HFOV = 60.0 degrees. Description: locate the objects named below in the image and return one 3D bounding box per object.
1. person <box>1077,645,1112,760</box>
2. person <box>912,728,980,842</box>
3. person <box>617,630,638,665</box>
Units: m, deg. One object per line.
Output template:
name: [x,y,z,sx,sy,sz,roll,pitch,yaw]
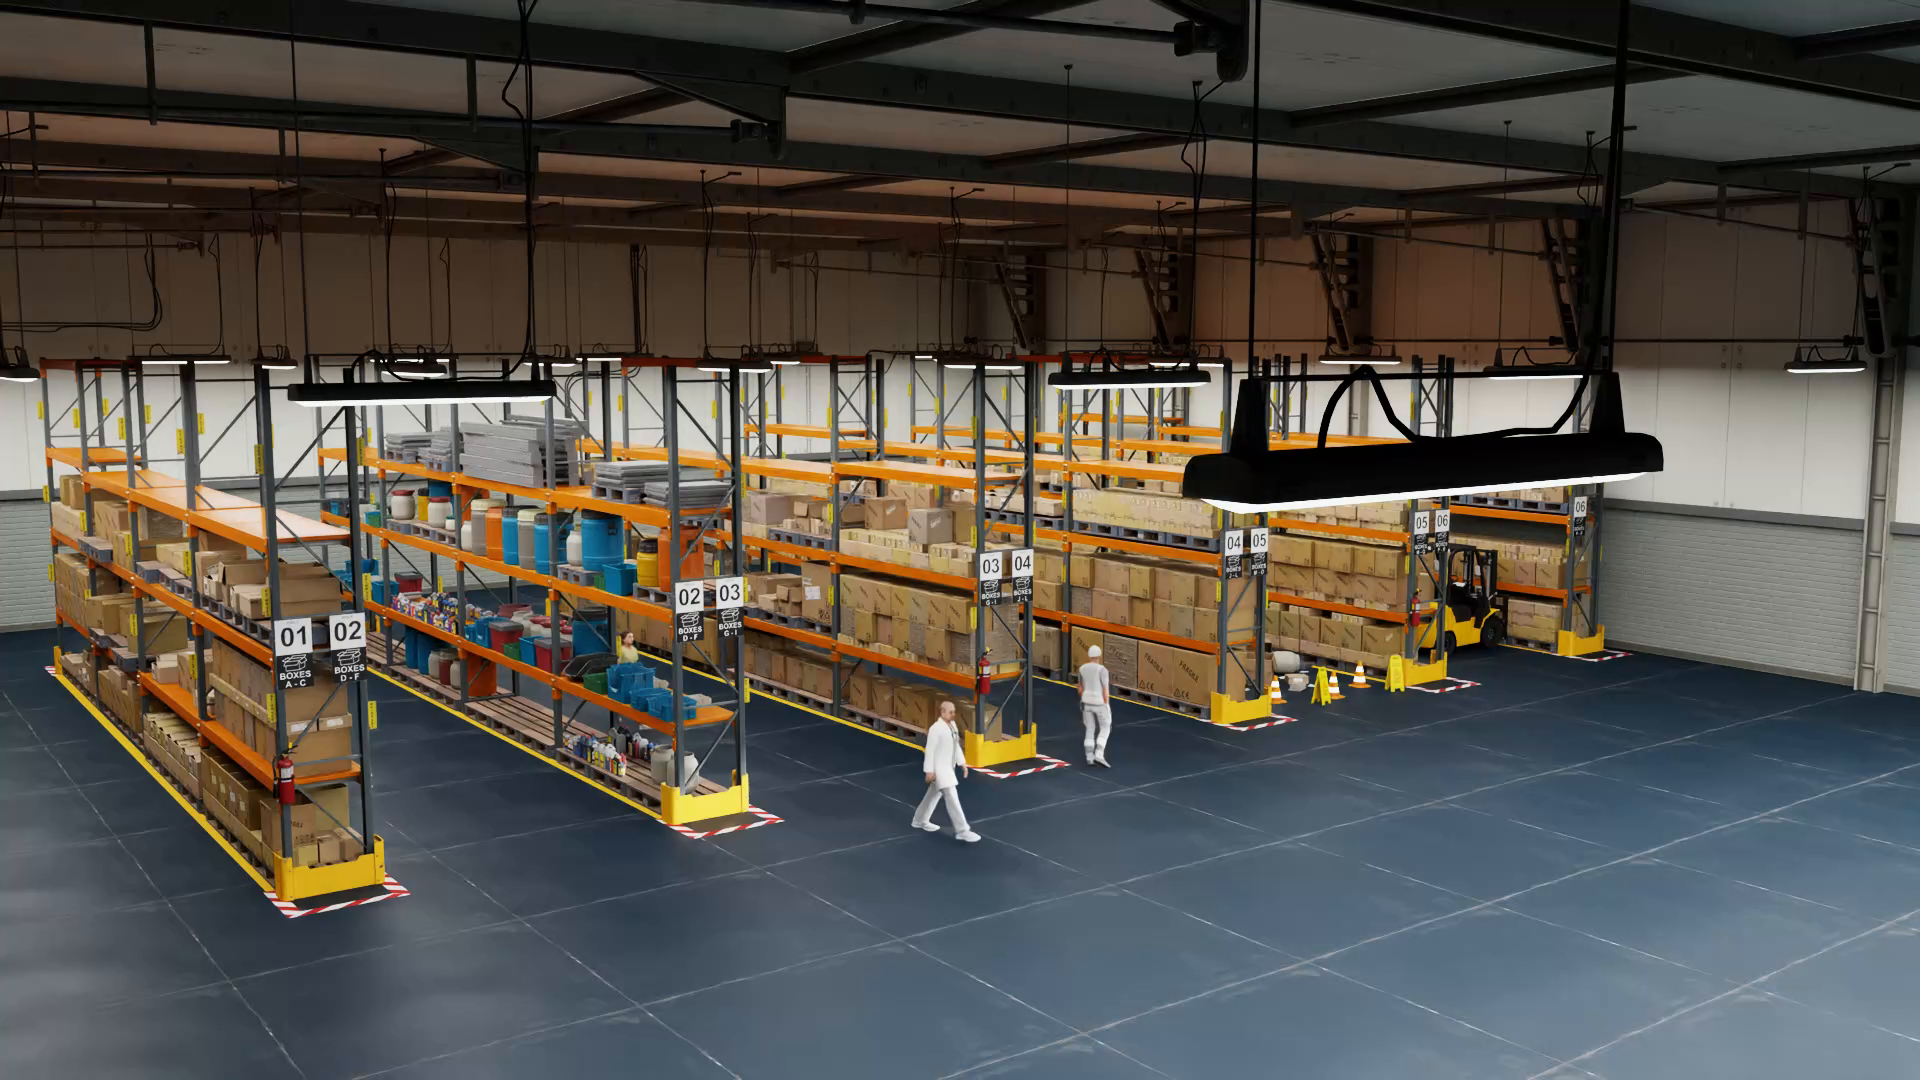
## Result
person: [2.002,2.431,24.843,0.578,1.725,0.408,5,8,35]
person: [-0.182,3.081,21.136,1.054,1.395,0.411,3,7,21]
person: [-5.403,1.955,27.070,0.453,0.975,0.450,-6,9,-40]
